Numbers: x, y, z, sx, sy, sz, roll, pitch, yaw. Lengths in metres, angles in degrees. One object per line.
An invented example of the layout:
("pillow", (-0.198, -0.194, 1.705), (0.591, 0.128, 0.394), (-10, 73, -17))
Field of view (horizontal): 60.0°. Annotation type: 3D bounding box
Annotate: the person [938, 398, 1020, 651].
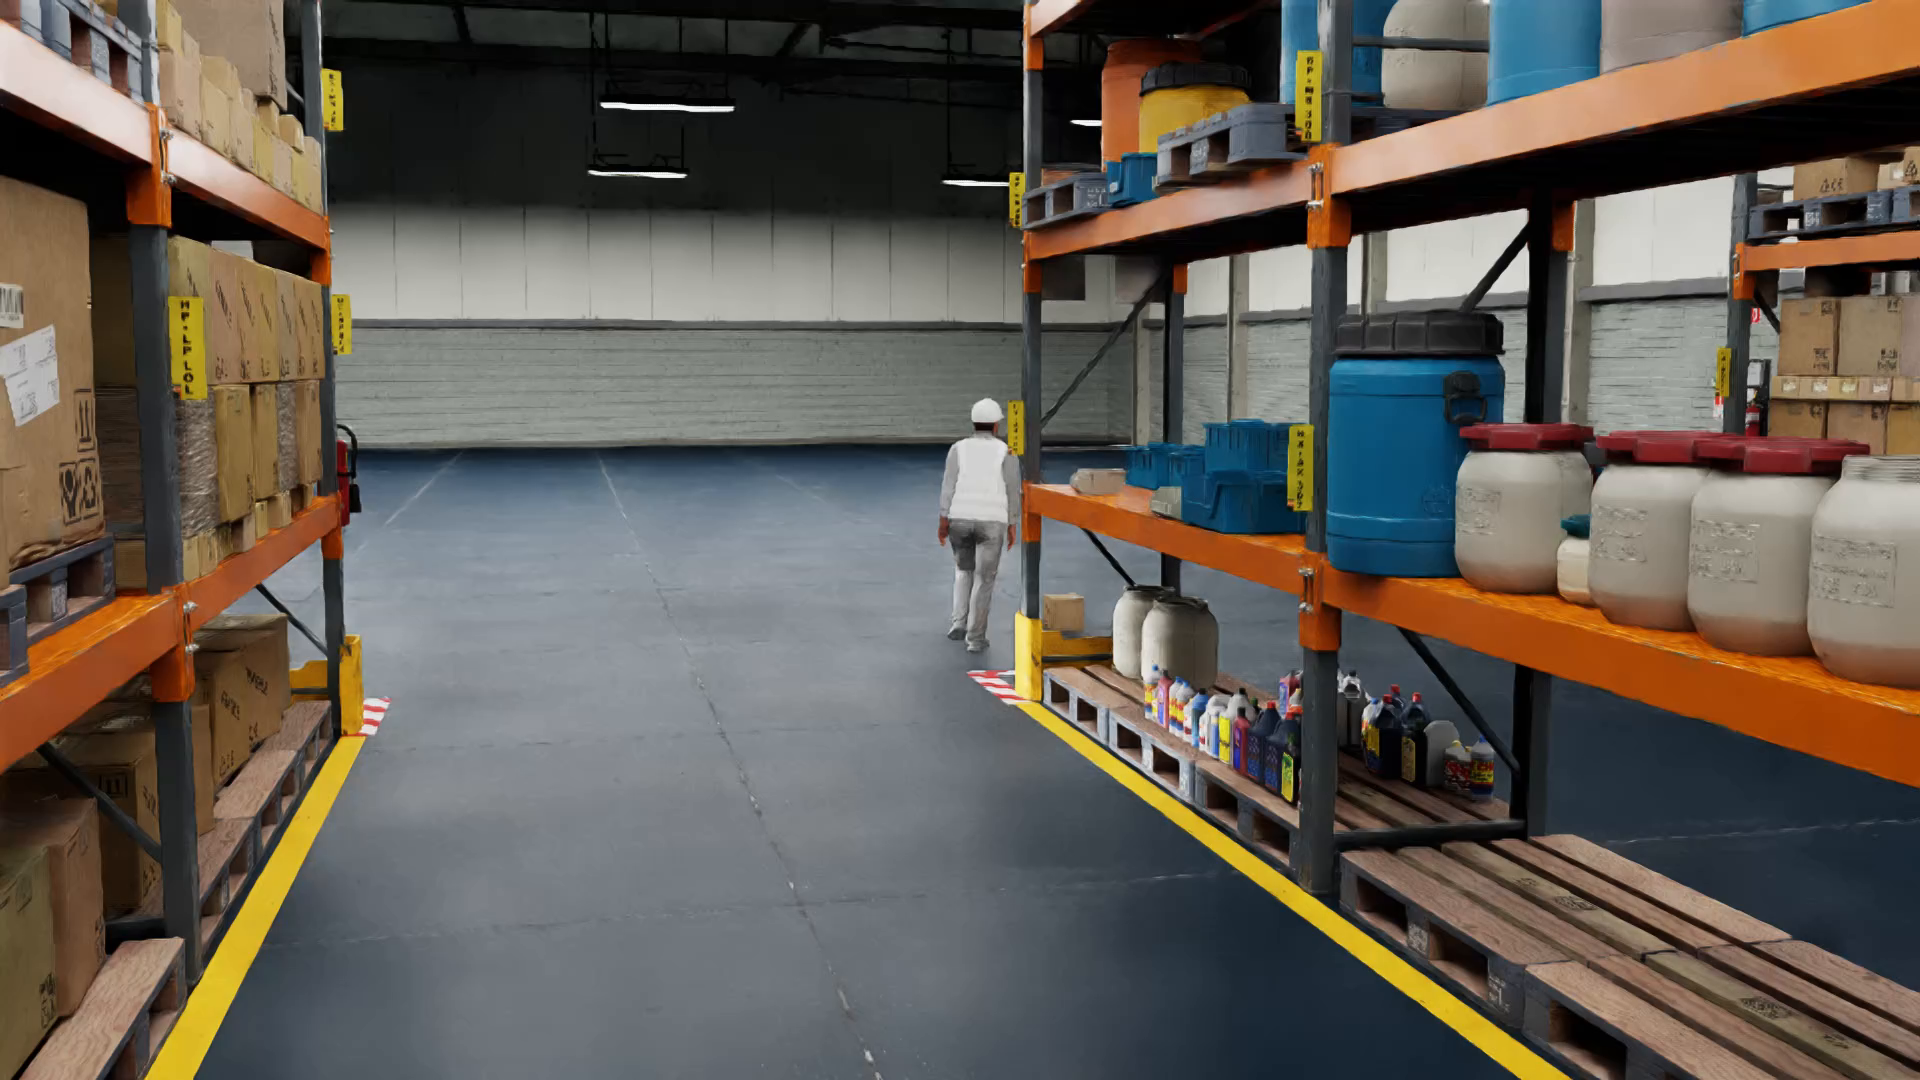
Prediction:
("person", (0.146, -0.121, 11.780), (0.565, 1.759, 0.533), (2, 6, 16))
